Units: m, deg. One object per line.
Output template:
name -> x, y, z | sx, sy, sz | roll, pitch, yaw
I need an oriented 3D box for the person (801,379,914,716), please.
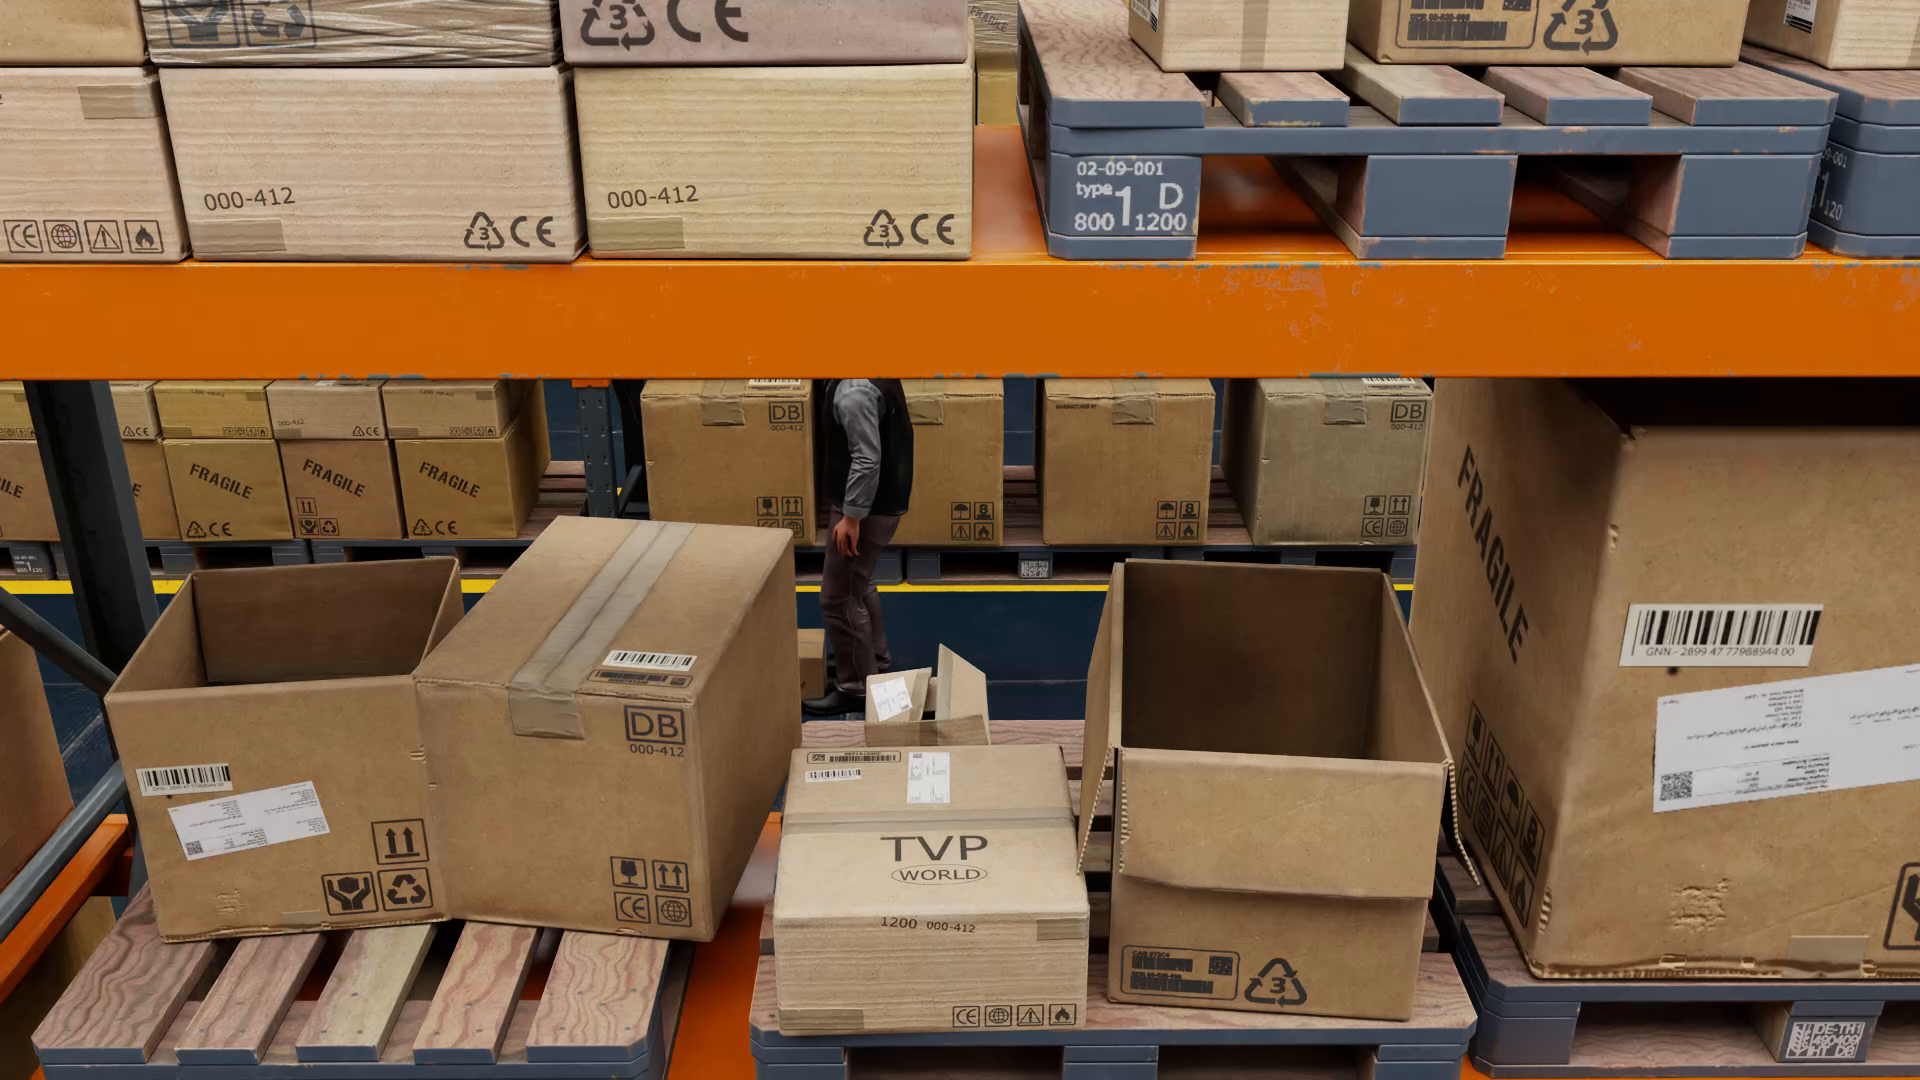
person -> -0.414, -0.146, 6.462 | 0.475, 1.719, 0.578 | -1, 24, -3
